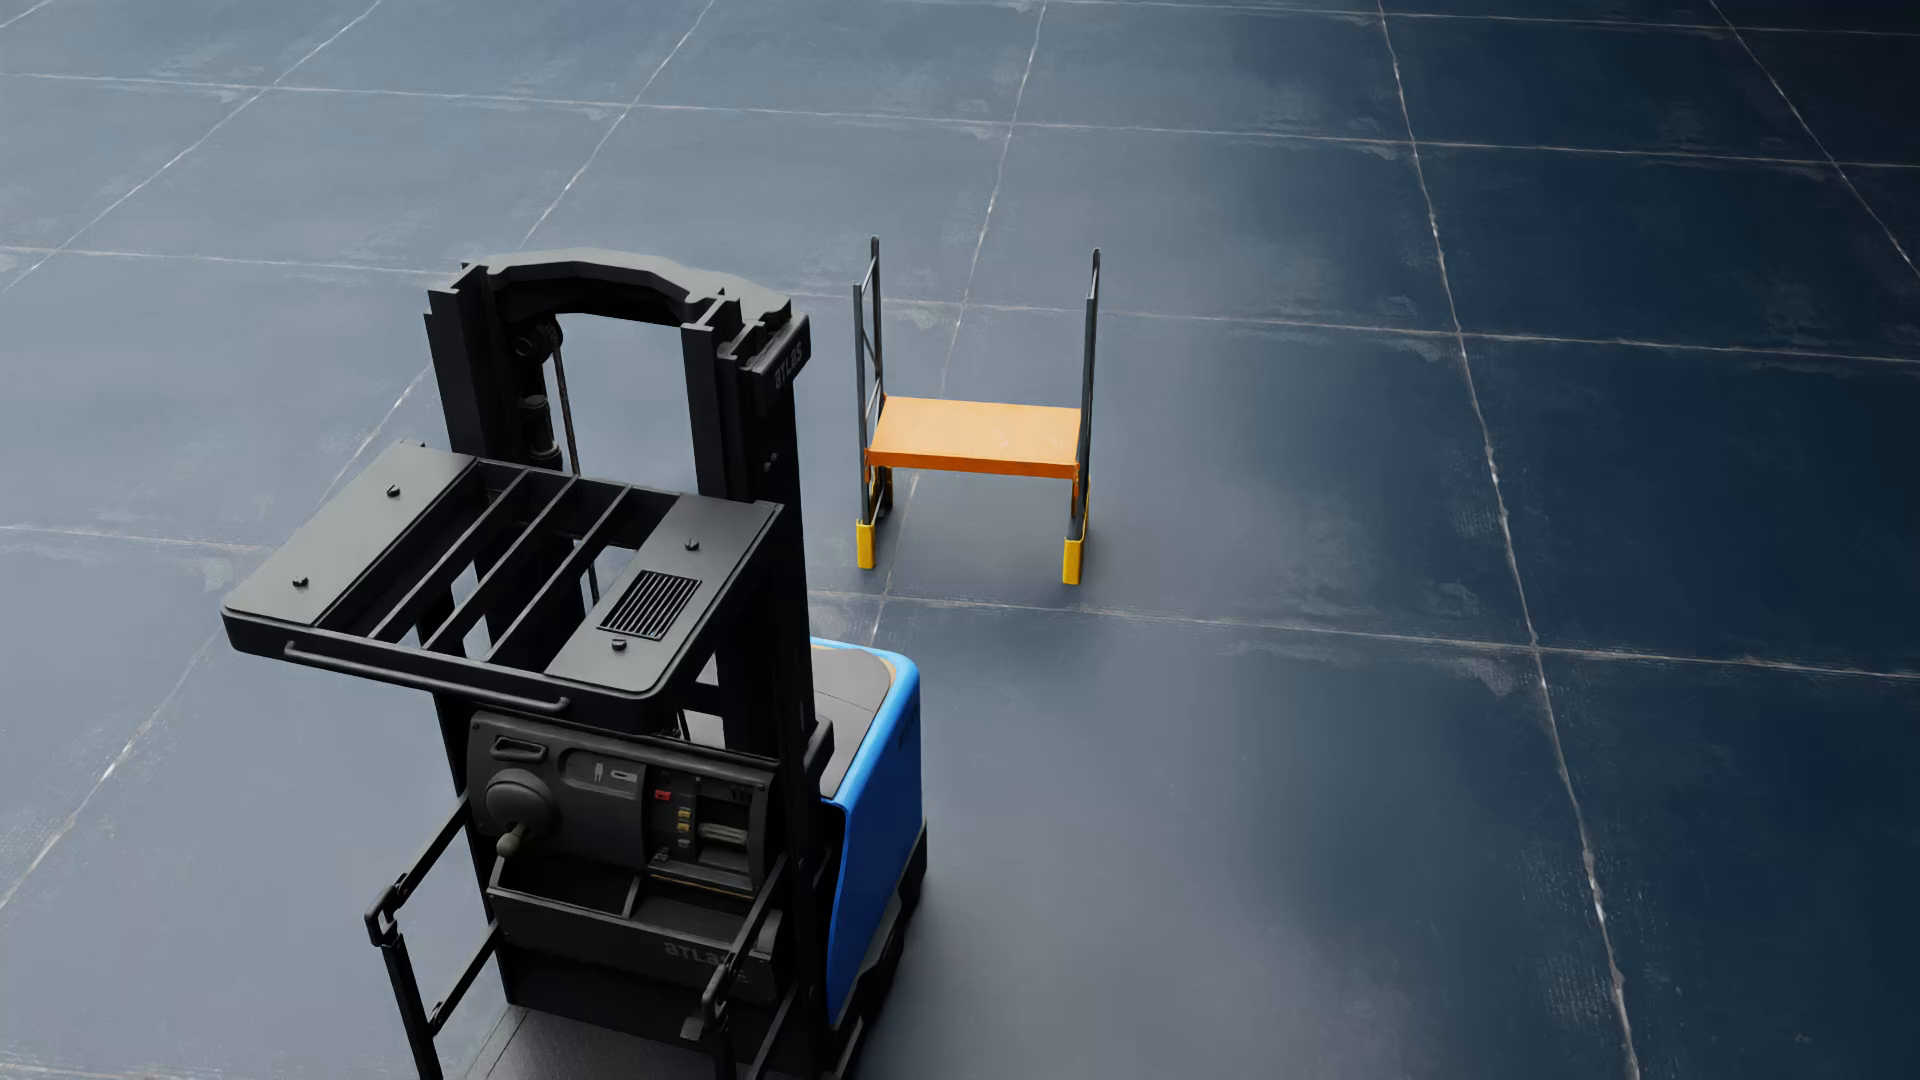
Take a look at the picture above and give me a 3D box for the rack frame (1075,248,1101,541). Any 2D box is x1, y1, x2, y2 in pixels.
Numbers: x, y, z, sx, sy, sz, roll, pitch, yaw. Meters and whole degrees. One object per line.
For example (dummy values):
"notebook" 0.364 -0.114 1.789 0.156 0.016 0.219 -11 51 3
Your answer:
"rack frame" 0.589 -0.567 7.753 0.032 1.500 0.500 4 36 6

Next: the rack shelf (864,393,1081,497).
"rack shelf" 0.085 -0.458 7.910 1.000 0.185 0.538 4 36 6

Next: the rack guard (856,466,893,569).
"rack guard" -0.418 -0.133 8.221 0.087 0.250 0.587 4 36 6

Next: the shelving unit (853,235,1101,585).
"shelving unit" 0.076 -0.605 7.806 1.083 1.500 0.587 4 36 6

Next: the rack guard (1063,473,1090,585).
"rack guard" 0.570 -0.059 8.118 0.087 0.250 0.587 4 36 6

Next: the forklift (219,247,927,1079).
"forklift" -1.036 0.828 4.566 1.130 2.935 3.031 10 37 13

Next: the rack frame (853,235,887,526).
"rack frame" -0.420 -0.642 7.858 0.032 1.500 0.500 4 36 6
